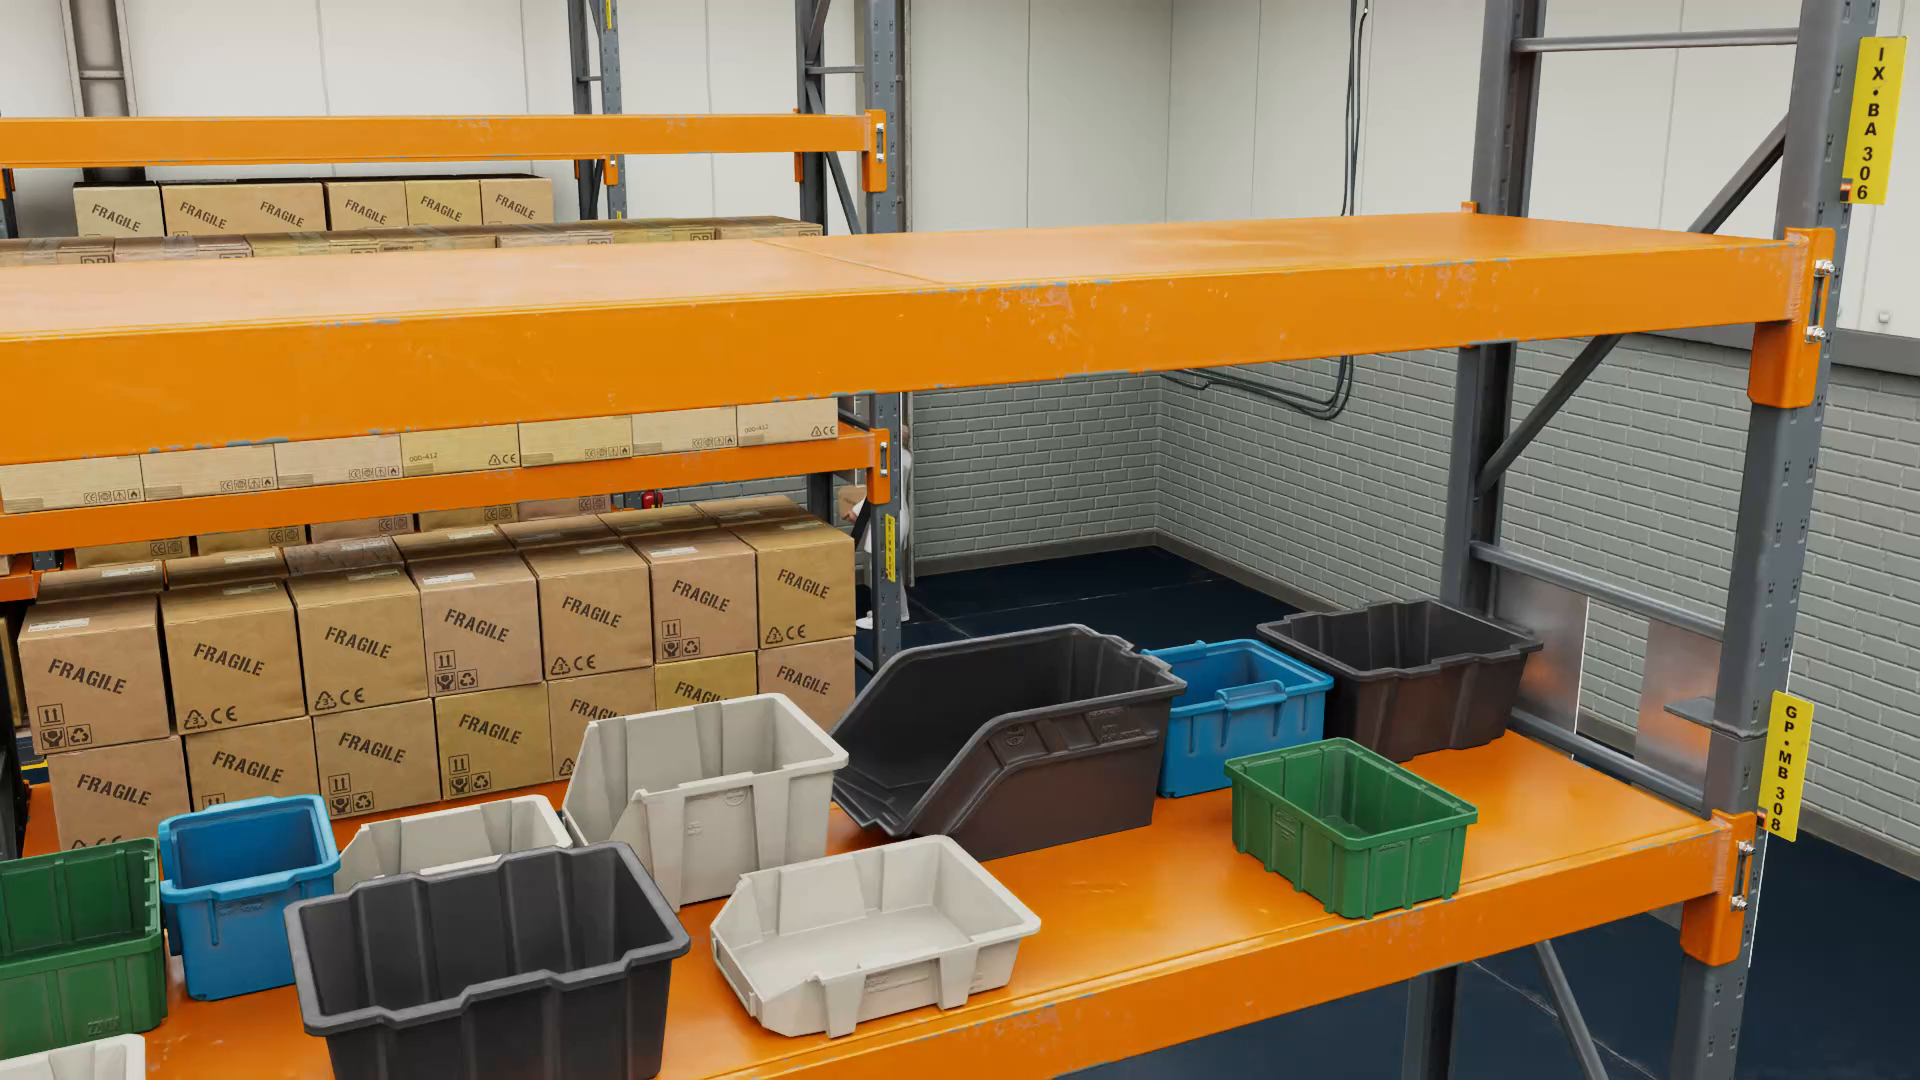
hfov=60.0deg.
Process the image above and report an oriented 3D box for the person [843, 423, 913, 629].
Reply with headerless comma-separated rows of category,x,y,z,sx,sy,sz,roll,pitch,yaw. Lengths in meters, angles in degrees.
person,-0.694,-0.132,14.049,0.555,1.769,0.530,2,15,7
